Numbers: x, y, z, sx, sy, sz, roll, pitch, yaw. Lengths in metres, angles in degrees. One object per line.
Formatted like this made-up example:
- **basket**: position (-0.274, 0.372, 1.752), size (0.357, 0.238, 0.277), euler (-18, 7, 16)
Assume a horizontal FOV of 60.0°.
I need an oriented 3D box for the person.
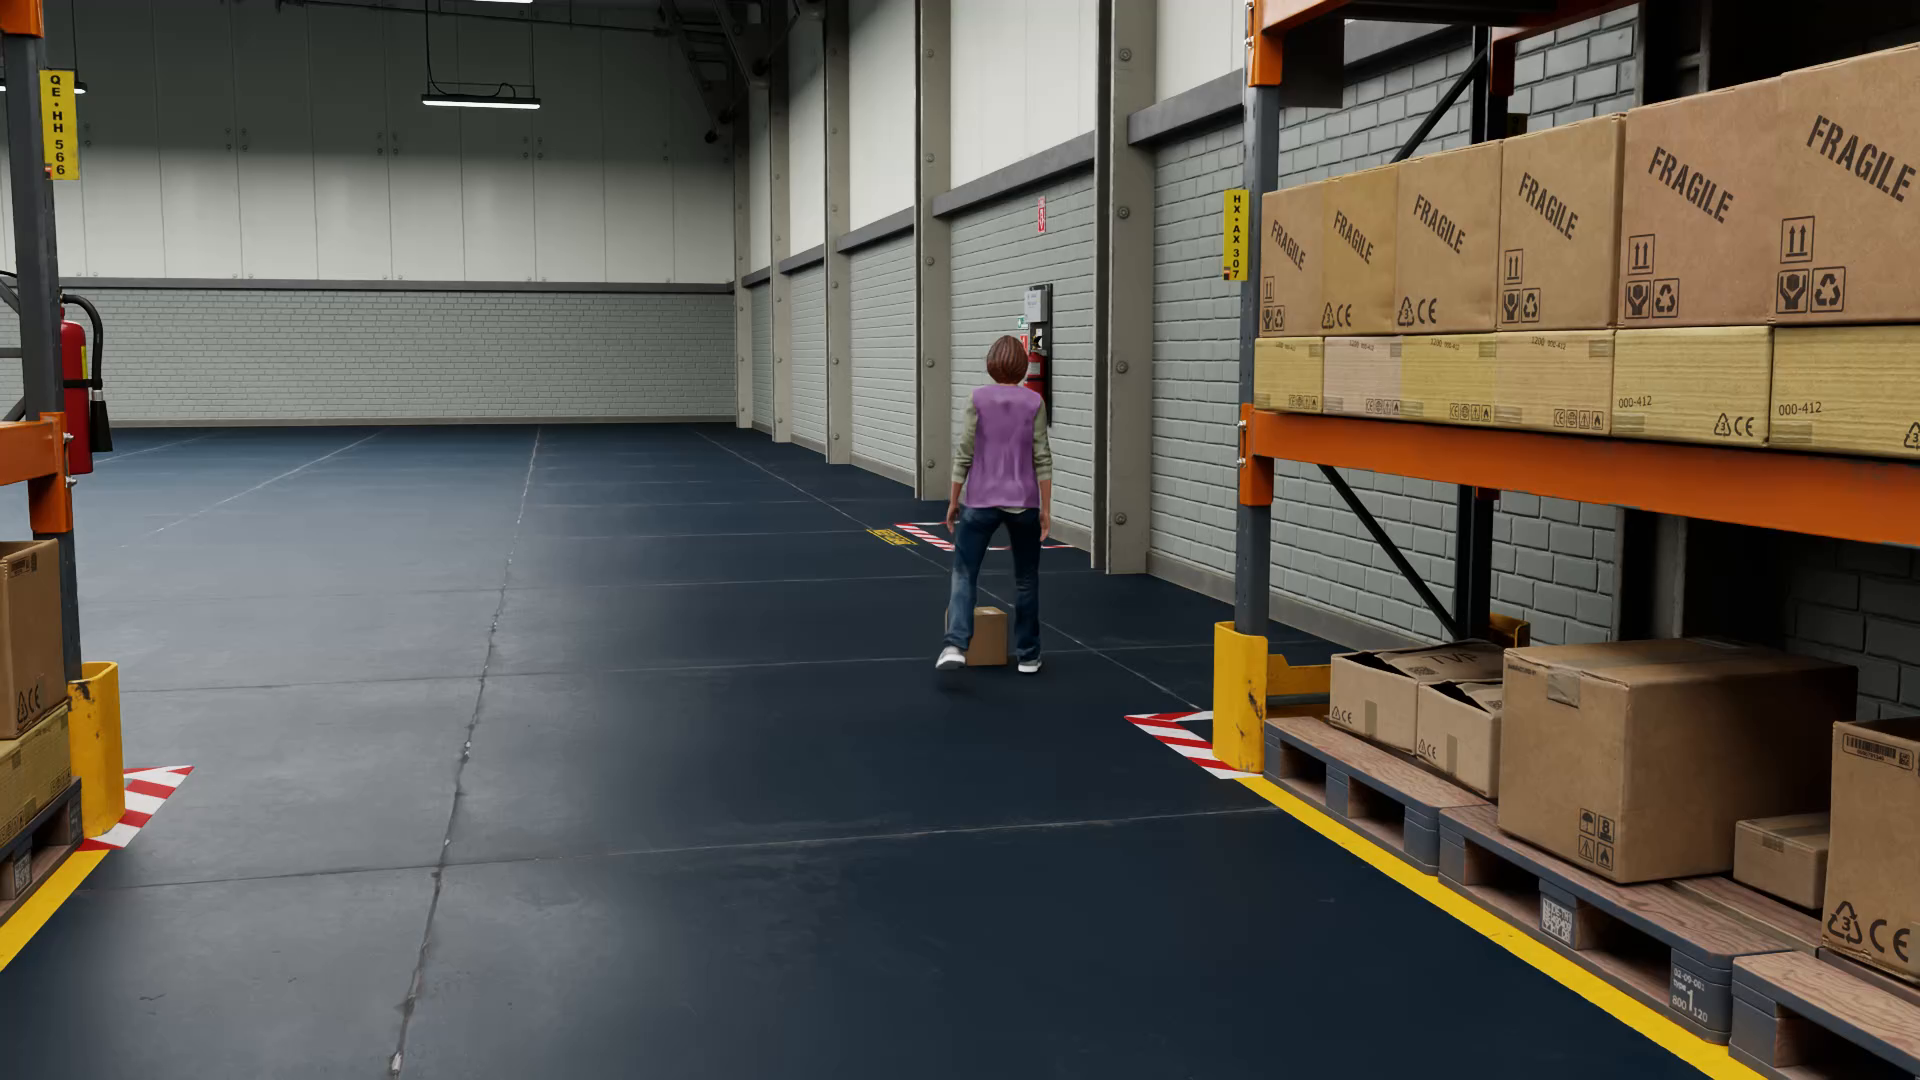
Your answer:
- **person**: position (0.152, -0.141, 7.652), size (0.538, 1.567, 0.680), euler (0, 6, -2)
